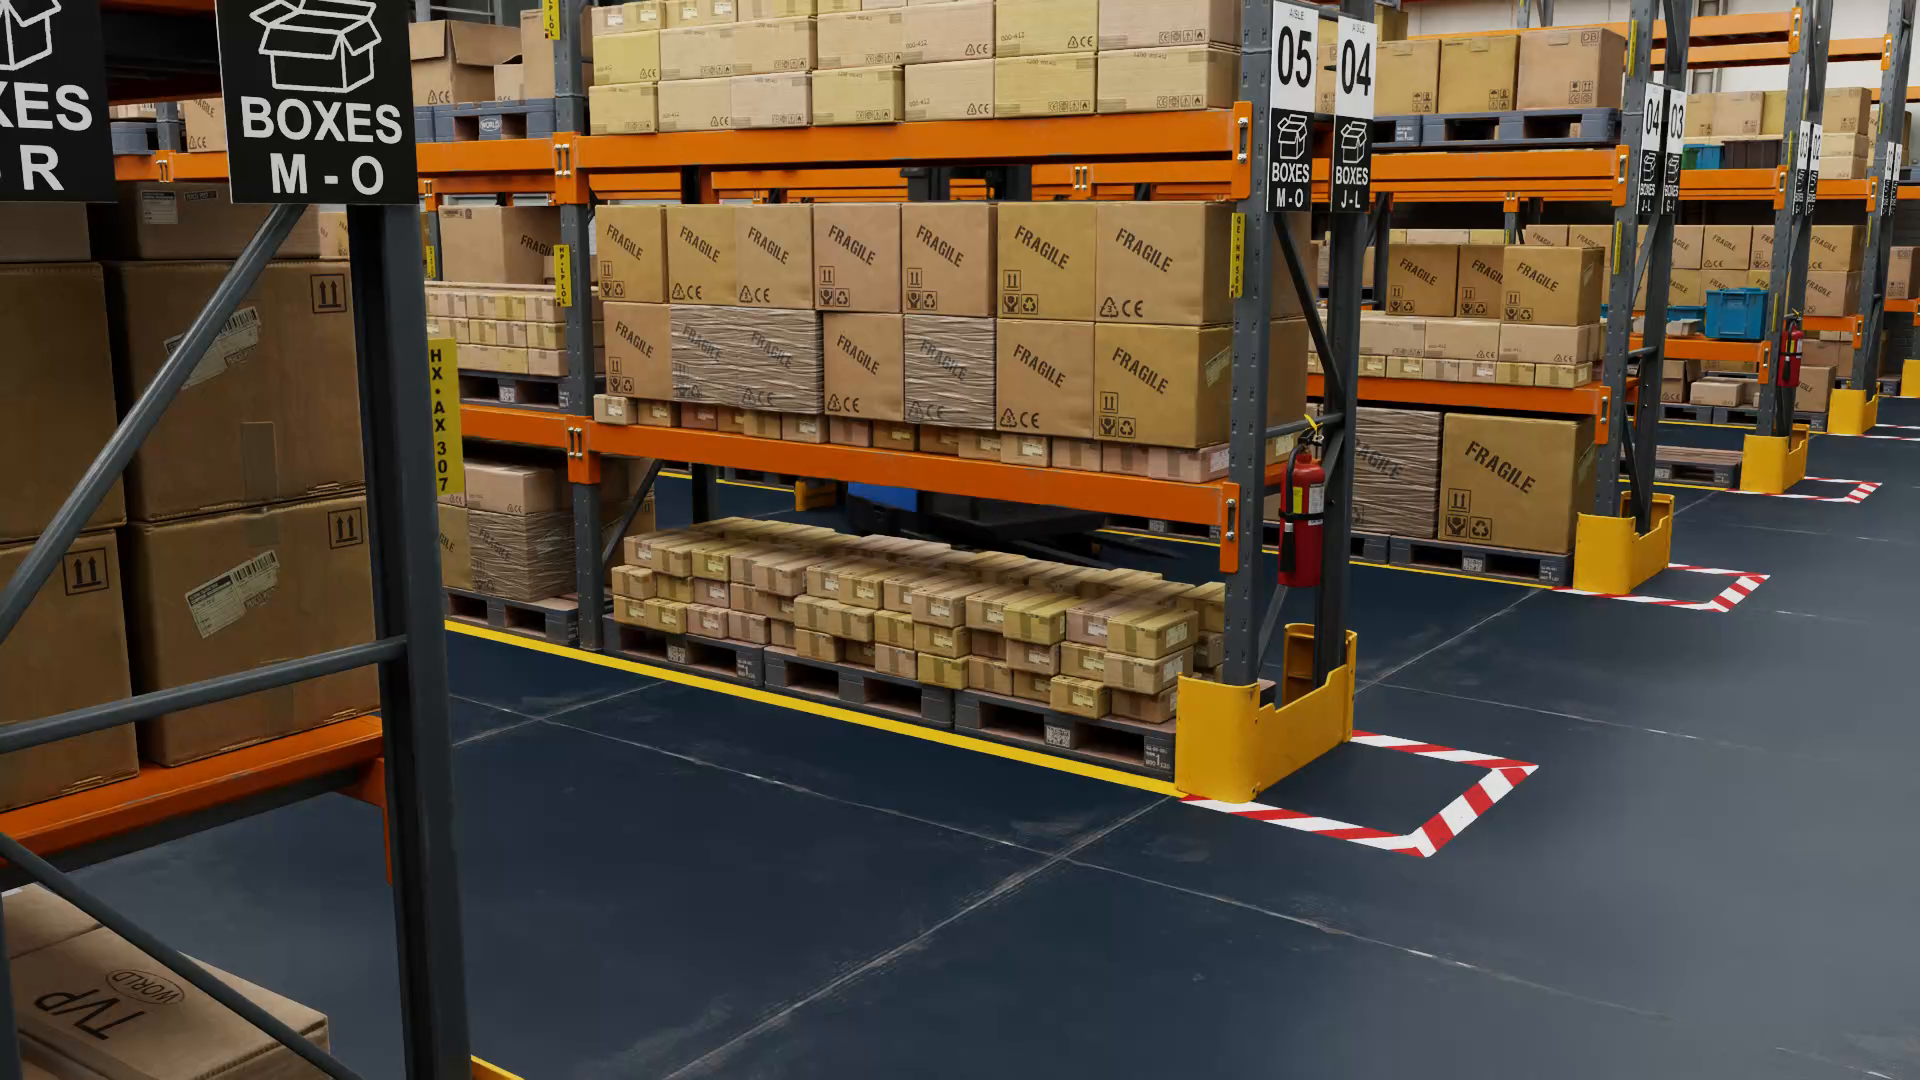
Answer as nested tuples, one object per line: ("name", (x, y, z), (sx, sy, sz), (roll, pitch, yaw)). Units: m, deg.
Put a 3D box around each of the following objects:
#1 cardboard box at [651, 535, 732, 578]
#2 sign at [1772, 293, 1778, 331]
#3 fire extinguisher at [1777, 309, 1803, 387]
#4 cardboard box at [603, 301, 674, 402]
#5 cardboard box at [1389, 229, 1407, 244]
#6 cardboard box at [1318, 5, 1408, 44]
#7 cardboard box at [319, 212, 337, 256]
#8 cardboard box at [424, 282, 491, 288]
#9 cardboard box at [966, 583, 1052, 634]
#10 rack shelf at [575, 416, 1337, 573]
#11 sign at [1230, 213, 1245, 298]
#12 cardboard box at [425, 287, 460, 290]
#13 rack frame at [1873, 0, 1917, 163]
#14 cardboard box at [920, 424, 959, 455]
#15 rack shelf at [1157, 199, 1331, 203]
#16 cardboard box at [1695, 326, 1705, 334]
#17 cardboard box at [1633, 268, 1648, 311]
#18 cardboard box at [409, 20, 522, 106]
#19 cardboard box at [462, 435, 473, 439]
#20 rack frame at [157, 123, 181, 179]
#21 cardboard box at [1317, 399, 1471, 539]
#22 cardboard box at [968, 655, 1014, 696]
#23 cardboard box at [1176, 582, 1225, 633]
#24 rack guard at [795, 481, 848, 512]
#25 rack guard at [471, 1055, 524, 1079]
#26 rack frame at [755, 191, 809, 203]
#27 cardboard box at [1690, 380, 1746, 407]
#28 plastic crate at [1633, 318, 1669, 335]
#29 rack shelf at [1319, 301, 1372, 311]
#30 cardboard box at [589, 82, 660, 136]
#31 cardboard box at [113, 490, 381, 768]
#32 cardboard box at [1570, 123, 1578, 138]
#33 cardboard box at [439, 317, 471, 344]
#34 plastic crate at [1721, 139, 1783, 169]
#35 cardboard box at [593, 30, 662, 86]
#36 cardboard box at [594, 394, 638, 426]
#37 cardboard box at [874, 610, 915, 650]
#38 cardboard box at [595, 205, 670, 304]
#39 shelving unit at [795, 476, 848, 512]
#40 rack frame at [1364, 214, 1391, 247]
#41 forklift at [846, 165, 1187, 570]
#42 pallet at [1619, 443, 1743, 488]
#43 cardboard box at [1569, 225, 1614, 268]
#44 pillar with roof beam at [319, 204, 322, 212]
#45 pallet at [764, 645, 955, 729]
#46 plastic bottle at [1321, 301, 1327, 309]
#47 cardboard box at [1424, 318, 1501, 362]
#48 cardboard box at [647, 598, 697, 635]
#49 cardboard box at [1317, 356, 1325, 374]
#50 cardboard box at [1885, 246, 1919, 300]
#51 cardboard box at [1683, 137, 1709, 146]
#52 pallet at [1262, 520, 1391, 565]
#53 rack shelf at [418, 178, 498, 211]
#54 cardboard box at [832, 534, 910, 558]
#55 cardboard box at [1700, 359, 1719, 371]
("cardboard box", (-1.450, 0.087, 9.019), (0.250, 0.149, 0.380), (9, 14, 38))
("sign", (7.069, -1.976, 14.416), (0.005, 0.325, 0.100), (8, 13, 36))
("fire extinguisher", (7.234, -1.674, 14.472), (0.183, 0.674, 0.296), (8, 13, 36))
("cardboard box", (-1.541, -1.026, 8.890), (0.500, 0.500, 0.500), (8, 13, 35))
("cardboard box", (7.034, -4.877, 26.770), (0.500, 0.250, 0.500), (8, 14, 37))
("cardboard box", (2.828, -3.597, 11.724), (0.500, 0.250, 0.500), (7, 13, 34))
("cardboard box", (-6.955, -3.436, 18.716), (0.500, 0.500, 0.500), (8, 13, 36))
("cardboard box", (-3.308, -1.619, 10.992), (0.250, 0.149, 0.380), (9, 14, 38))
("cardboard box", (0.232, 0.320, 7.814), (0.250, 0.149, 0.380), (7, 13, 33))
("rack shelf", (-0.179, -0.347, 8.322), (4.000, 0.370, 1.077), (8, 13, 36))
("sign", (1.088, -1.117, 6.523), (0.005, 0.325, 0.100), (8, 13, 36))
("cardboard box", (-3.281, -1.462, 10.180), (0.250, 0.149, 0.380), (7, 13, 33))
("rack frame", (10.317, -5.685, 18.224), (0.127, 3.000, 1.000), (8, 13, 36))
("cardboard box", (0.016, -0.504, 7.899), (0.250, 0.149, 0.380), (7, 13, 33))
("rack shelf", (5.186, -5.742, 28.311), (4.000, 0.370, 1.077), (8, 13, 36))
("cardboard box", (10.732, -3.079, 24.318), (0.250, 0.149, 0.380), (9, 14, 37))
("cardboard box", (8.158, -3.026, 20.010), (0.500, 0.500, 0.500), (8, 13, 35))
("cardboard box", (-2.959, -2.849, 10.082), (0.637, 0.503, 0.797), (8, 13, 35))
("cardboard box", (-3.495, -0.571, 11.084), (0.500, 0.250, 0.500), (8, 14, 37))
("rack frame", (-5.016, -1.375, 11.740), (0.127, 3.000, 1.000), (8, 13, 36))
("cardboard box", (3.153, -0.549, 11.957), (0.875, 0.875, 0.875), (8, 13, 36))
("cardboard box", (0.249, 0.609, 7.887), (0.250, 0.149, 0.380), (8, 14, 36))
("cardboard box", (1.211, 0.315, 7.839), (0.250, 0.149, 0.380), (7, 13, 33))
("rack guard", (-1.151, -0.399, 13.933), (0.087, 0.250, 0.587), (9, 14, 38))
("rack guard", (-1.397, 1.524, 3.339), (0.348, 0.500, 1.175), (8, 13, 36))
("rack frame", (-2.291, -3.331, 21.850), (0.127, 3.000, 1.000), (8, 13, 36))
("cardboard box", (8.984, -1.741, 19.710), (0.500, 0.250, 0.500), (8, 13, 36))
("plastic crate", (6.392, -1.981, 15.406), (0.243, 0.136, 0.396), (8, 13, 36))
("rack shelf", (5.480, -3.061, 22.349), (4.000, 0.370, 1.077), (8, 13, 36))
("cardboard box", (-1.575, -2.232, 8.667), (0.500, 0.250, 0.500), (9, 14, 38))
("cardboard box", (-1.633, 0.147, 3.612), (0.500, 0.500, 0.500), (8, 13, 35))
("cardboard box", (7.507, -5.153, 20.477), (0.500, 0.500, 0.700), (8, 13, 36))
("cardboard box", (-2.863, -1.257, 9.900), (0.250, 0.149, 0.380), (7, 13, 34))
("plastic crate", (7.236, -3.476, 15.048), (0.590, 0.269, 0.497), (8, 13, 36))
("cardboard box", (-1.546, -2.479, 8.628), (0.500, 0.250, 0.500), (9, 14, 37))
("cardboard box", (-1.757, -0.720, 9.016), (0.250, 0.149, 0.380), (9, 14, 38))
("cardboard box", (-0.202, 0.410, 8.129), (0.250, 0.149, 0.380), (9, 14, 38))
("cardboard box", (-1.572, -1.523, 8.828), (0.500, 0.500, 0.500), (8, 14, 37))
("shelving unit", (-0.763, -0.953, 13.508), (1.083, 1.500, 0.587), (9, 14, 38))
("rack frame", (6.798, -4.398, 27.365), (0.127, 3.000, 1.000), (8, 13, 36))
("forklift", (0.362, -1.315, 11.608), (1.130, 2.935, 3.031), (-7, 13, -33))
("pallet", (6.740, -0.711, 15.651), (1.213, 0.211, 1.003), (8, 13, 36))
("cardboard box", (7.722, -3.575, 20.218), (0.500, 0.500, 0.500), (7, 13, 34))
("pillar with roof beam", (-20.467, -10.336, 42.263), (0.548, 9.000, 9.100), (8, 13, 36))
("pallet", (-0.242, 0.651, 8.609), (1.213, 0.211, 1.003), (8, 13, 36))
("plastic bottle", (3.903, -2.466, 17.901), (0.097, 0.201, 0.097), (0, 11, 0))
("cardboard box", (3.494, -1.367, 11.310), (0.500, 0.250, 0.500), (8, 13, 35))
("cardboard box", (-1.474, 0.388, 9.026), (0.250, 0.149, 0.380), (8, 14, 37))
("cardboard box", (2.736, -1.262, 11.816), (0.250, 0.149, 0.380), (8, 14, 37))
("cardboard box", (12.829, -3.702, 22.976), (0.700, 0.700, 0.980), (9, 14, 38))
("cardboard box", (8.541, -4.571, 19.442), (0.500, 0.250, 0.500), (8, 13, 36))
("pallet", (2.780, -0.070, 12.334), (1.213, 0.211, 1.003), (8, 13, 36))
("rack shelf", (-6.834, -3.917, 18.876), (4.000, 0.370, 1.077), (8, 13, 36))
("cardboard box", (-0.480, 0.083, 9.036), (0.250, 0.149, 0.380), (7, 13, 33))
("cardboard box", (10.967, -2.770, 24.428), (0.500, 0.500, 0.700), (8, 13, 35))
